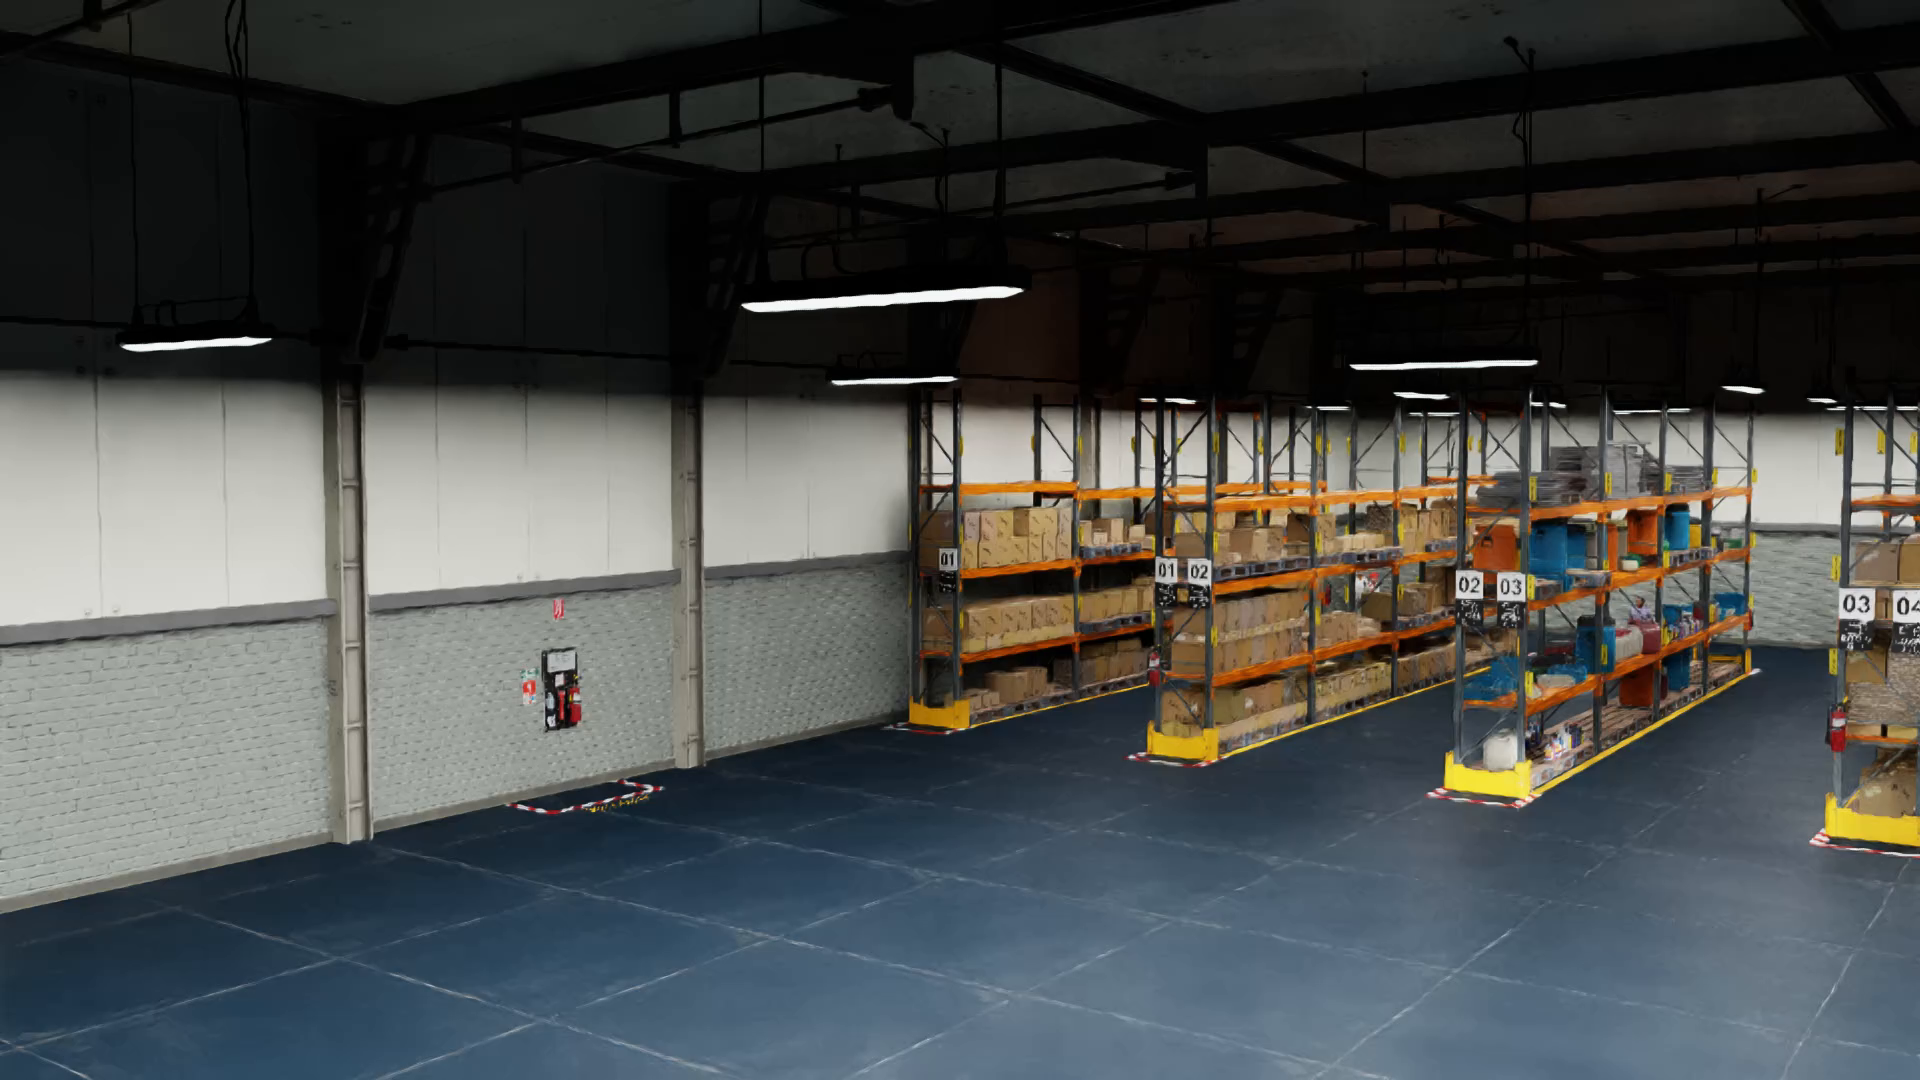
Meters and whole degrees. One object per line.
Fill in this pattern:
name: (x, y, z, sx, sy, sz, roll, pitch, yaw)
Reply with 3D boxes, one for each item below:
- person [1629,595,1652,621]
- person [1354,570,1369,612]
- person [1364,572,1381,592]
person: (15.538, 2.042, 37.997, 0.479, 1.564, 1.090, 3, 4, 38)
person: (11.059, 1.583, 45.907, 0.652, 1.601, 0.785, 1, 3, 15)
person: (10.455, 1.701, 42.111, 0.634, 1.794, 0.468, -2, 4, -29)
